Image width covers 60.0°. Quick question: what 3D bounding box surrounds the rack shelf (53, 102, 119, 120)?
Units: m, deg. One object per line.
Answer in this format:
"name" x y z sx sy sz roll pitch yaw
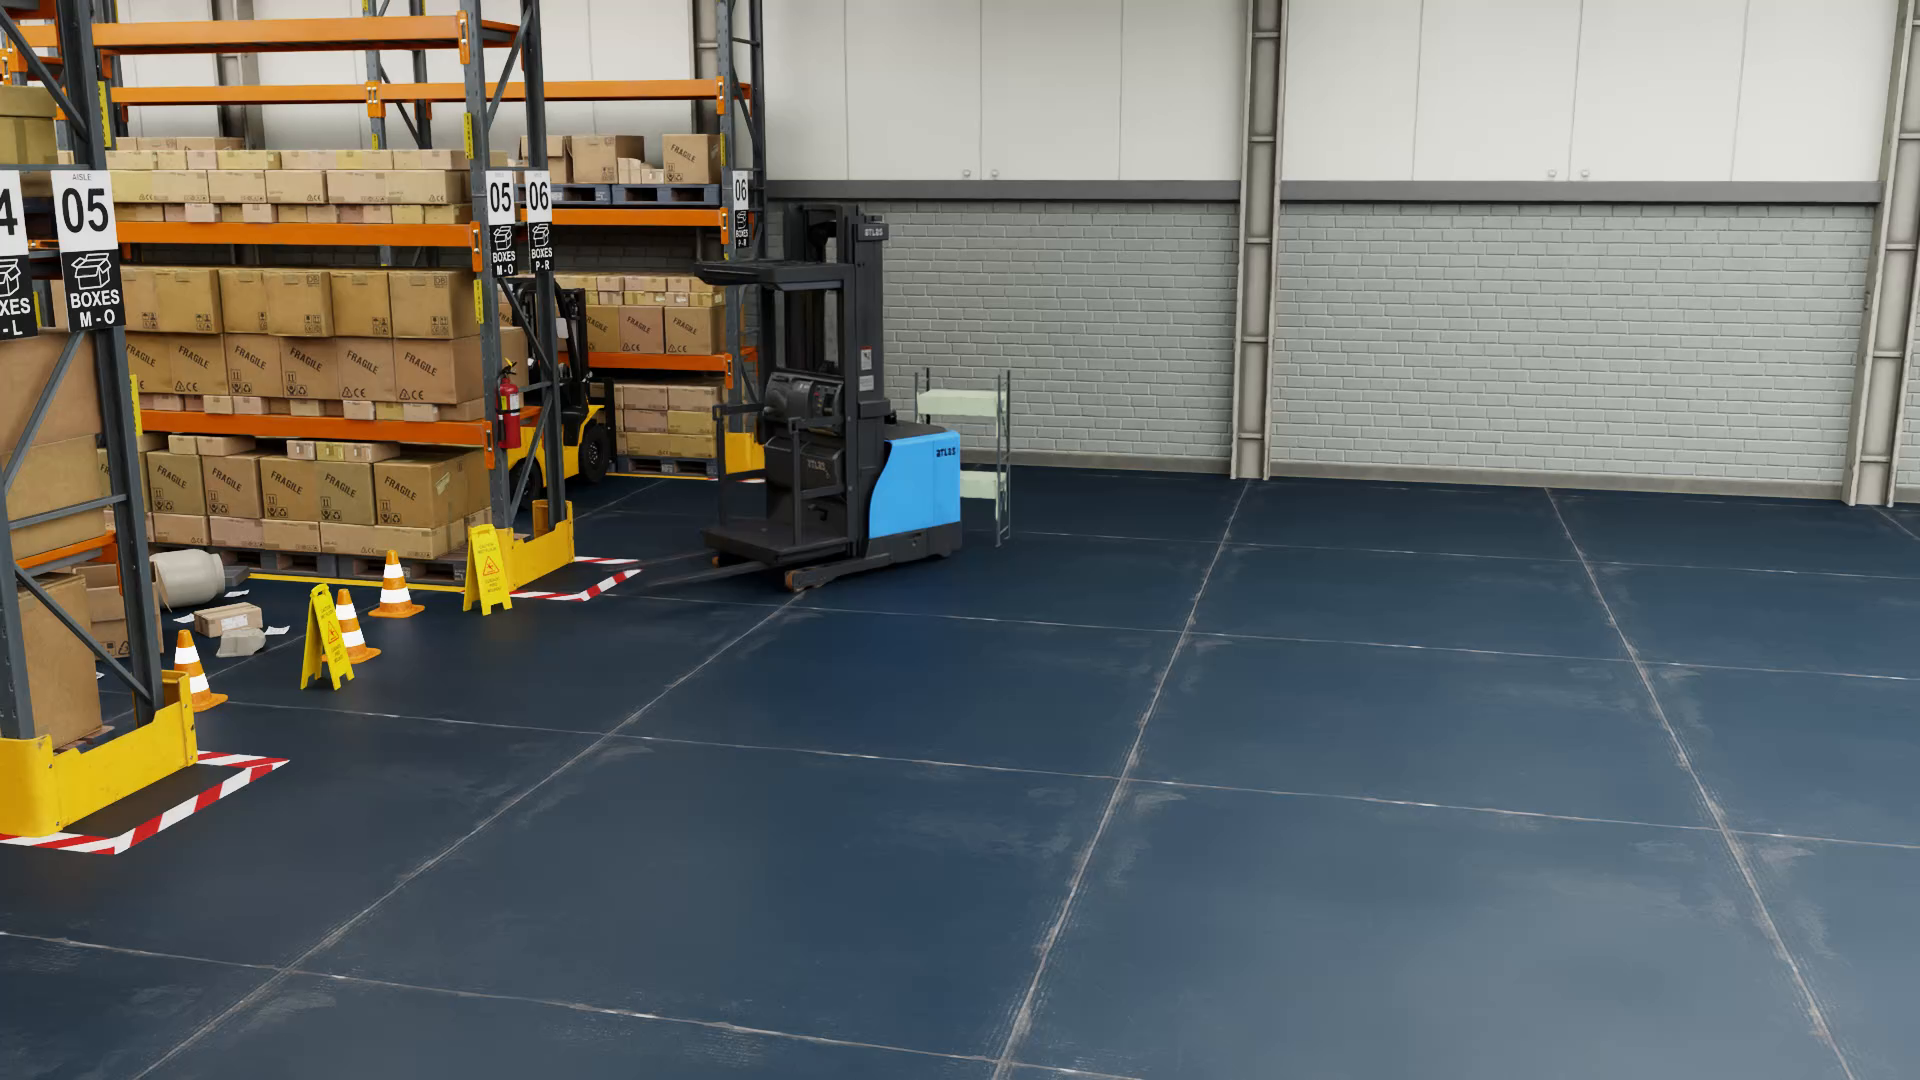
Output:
"rack shelf" -11.973 -5.126 19.646 4.000 0.370 1.077 3 13 14

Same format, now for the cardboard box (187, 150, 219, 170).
"cardboard box" -5.828 -2.978 13.046 0.250 0.149 0.380 3 13 13

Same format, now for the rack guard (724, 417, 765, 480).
"rack guard" -2.241 -1.003 18.101 0.348 0.500 1.175 3 13 14

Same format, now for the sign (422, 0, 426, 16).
"sign" -5.991 -6.010 18.523 0.005 0.325 0.100 3 13 14

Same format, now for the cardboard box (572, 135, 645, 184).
"cardboard box" -3.723 -4.038 17.650 0.500 0.500 0.700 3 13 14

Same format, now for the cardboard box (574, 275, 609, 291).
"cardboard box" -3.926 -2.755 17.810 0.250 0.149 0.380 3 13 15

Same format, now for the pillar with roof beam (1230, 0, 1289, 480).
"pillar with roof beam" 2.069 -4.162 12.719 0.400 9.000 9.100 3 13 14

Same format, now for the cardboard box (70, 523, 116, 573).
"cardboard box" -6.619 0.173 12.796 0.500 0.500 0.500 -9 15 -35

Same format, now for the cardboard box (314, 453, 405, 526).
"cardboard box" -4.798 -0.423 13.360 0.500 0.500 0.500 4 13 16

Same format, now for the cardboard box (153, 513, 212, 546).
"cardboard box" -6.304 -0.138 13.810 0.500 0.250 0.500 4 13 17

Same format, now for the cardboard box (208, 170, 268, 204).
"cardboard box" -5.495 -2.765 13.005 0.500 0.250 0.500 3 13 14

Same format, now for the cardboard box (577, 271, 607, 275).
"cardboard box" -4.034 -2.884 18.392 0.250 0.149 0.380 3 13 14

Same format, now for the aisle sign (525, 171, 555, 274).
"aisle sign" -3.316 -2.512 13.128 0.004 0.787 0.394 3 13 14

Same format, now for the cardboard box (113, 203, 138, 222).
"cardboard box" -6.582 -2.647 13.395 0.250 0.149 0.380 3 13 14

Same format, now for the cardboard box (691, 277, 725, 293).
"cardboard box" -2.663 -2.710 17.606 0.250 0.149 0.380 3 13 14

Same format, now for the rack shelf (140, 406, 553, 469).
"rack shelf" -5.392 -0.933 13.676 4.000 0.370 1.077 3 13 14

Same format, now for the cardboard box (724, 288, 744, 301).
"cardboard box" -2.532 -2.662 18.080 0.250 0.149 0.380 3 13 12

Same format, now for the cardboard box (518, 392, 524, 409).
"cardboard box" -3.730 -1.119 13.433 0.250 0.149 0.380 3 13 14

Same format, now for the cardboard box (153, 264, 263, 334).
"cardboard box" -5.987 -1.939 13.323 0.500 0.500 0.700 3 13 12

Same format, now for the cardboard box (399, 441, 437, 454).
"cardboard box" -4.699 -0.537 13.875 0.500 0.500 0.500 3 13 11

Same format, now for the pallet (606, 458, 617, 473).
"pallet" -4.198 -0.958 18.564 1.213 0.211 1.003 3 13 14

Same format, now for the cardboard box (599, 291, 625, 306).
"cardboard box" -3.669 -2.602 17.807 0.250 0.149 0.380 3 13 12

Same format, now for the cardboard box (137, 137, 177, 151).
"cardboard box" -8.873 -4.313 18.891 0.500 0.500 0.700 3 13 12

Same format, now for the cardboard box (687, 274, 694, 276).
"cardboard box" -2.782 -2.825 18.125 0.250 0.149 0.380 4 13 15

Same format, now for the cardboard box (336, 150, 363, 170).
"cardboard box" -4.576 -2.922 12.792 0.250 0.149 0.380 3 13 14

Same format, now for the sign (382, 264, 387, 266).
"sign" -6.268 -2.844 18.138 0.005 0.325 0.100 3 13 14

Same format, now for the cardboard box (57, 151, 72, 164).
"cardboard box" -7.106 -3.034 13.298 0.250 0.149 0.380 3 13 13

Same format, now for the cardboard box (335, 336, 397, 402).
"cardboard box" -4.528 -1.372 13.074 0.500 0.500 0.500 3 13 14

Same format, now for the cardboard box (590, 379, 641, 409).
"cardboard box" -3.776 -1.583 18.014 0.500 0.250 0.500 3 13 14

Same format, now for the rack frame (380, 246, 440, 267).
"rack frame" -6.148 -2.432 18.771 0.127 3.000 1.000 3 13 14

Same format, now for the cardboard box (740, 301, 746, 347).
"cardboard box" -2.679 -2.358 18.204 0.500 0.500 0.500 3 13 15

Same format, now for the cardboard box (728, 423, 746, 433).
"cardboard box" -2.694 -1.154 18.388 0.500 0.250 0.500 3 13 14

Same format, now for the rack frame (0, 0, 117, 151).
"rack frame" -7.334 -4.317 13.416 0.127 3.000 1.000 3 13 14

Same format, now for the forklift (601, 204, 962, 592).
"forklift" -1.405 -1.155 13.171 3.031 2.935 1.130 -11 17 -42

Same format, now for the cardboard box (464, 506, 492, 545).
"cardboard box" -4.167 -0.143 13.833 0.500 0.250 0.500 3 13 13

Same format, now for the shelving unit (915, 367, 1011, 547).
"shelving unit" 0.027 -0.734 14.579 0.755 1.500 0.431 3 13 14

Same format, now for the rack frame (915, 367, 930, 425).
"rack frame" -0.327 -0.754 14.671 0.023 1.500 0.400 3 13 14

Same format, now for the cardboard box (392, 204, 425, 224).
"cardboard box" -4.113 -2.488 12.678 0.250 0.149 0.380 3 13 14

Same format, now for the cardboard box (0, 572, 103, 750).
"cardboard box" -5.212 0.676 8.695 0.875 0.875 0.875 3 13 14

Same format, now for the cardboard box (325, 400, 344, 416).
"cardboard box" -4.853 -1.090 13.301 0.250 0.149 0.380 3 13 14

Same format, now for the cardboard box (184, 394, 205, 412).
"cardboard box" -6.084 -1.145 13.548 0.250 0.149 0.380 3 13 13

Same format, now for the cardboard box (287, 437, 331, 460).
"cardboard box" -5.162 -0.745 13.318 0.250 0.149 0.380 4 13 16

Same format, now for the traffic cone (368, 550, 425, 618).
"traffic cone" -4.177 0.307 12.283 0.334 0.463 0.336 3 13 14

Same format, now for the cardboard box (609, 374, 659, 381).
"cardboard box" -3.655 -1.694 18.512 0.500 0.250 0.500 3 13 13

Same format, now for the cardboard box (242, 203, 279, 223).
"cardboard box" -5.365 -2.552 12.968 0.250 0.149 0.380 3 13 13

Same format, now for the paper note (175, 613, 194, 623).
"paper note" -5.633 0.568 12.128 0.142 0.019 0.148 8 15 33

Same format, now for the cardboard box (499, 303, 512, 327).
"cardboard box" -4.778 -2.354 18.186 0.500 0.500 0.500 3 13 13

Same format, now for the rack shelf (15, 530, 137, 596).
"rack shelf" -6.480 0.113 8.960 4.000 0.370 1.077 3 13 14

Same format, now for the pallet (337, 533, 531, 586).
"pallet" -4.304 0.127 13.673 1.213 0.211 1.003 3 13 14
